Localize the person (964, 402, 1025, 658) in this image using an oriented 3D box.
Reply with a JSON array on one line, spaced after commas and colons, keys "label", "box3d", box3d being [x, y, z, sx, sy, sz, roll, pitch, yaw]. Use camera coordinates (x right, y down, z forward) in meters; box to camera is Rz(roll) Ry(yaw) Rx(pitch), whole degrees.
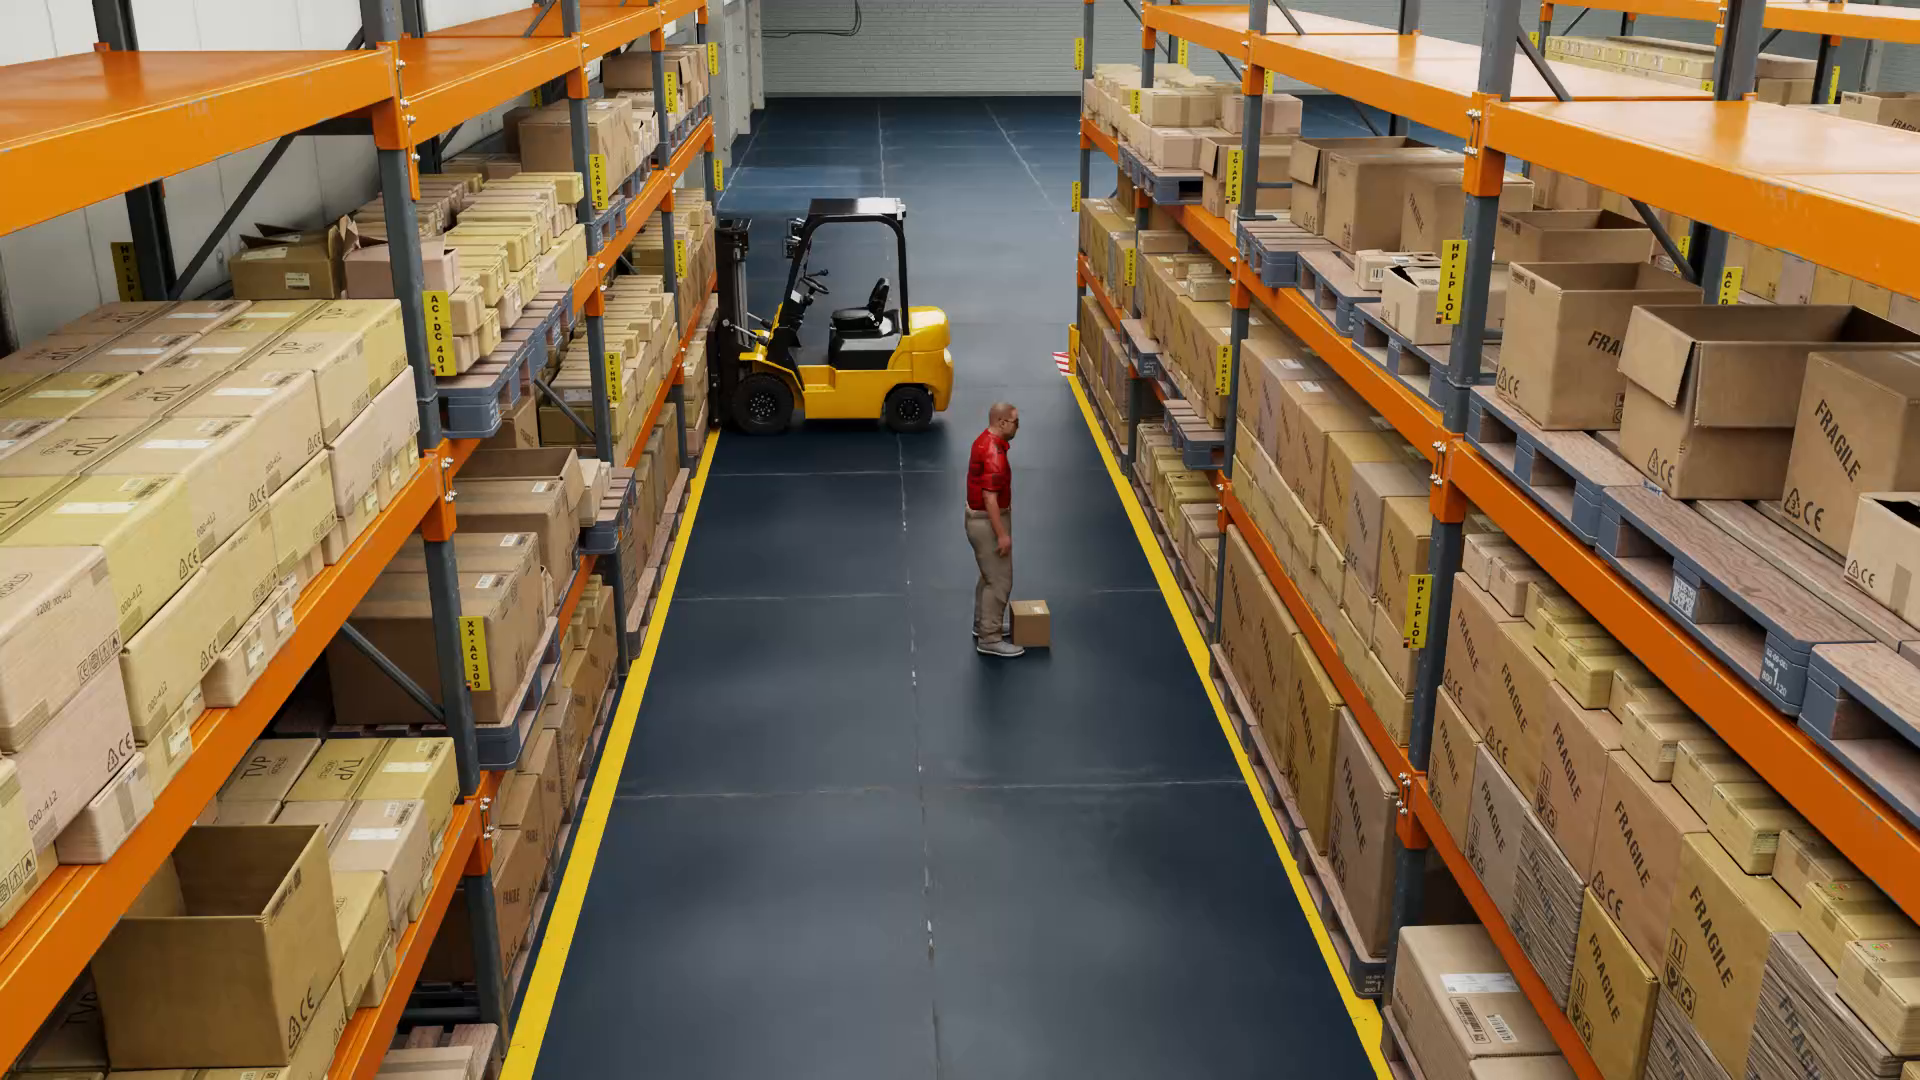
[{"label": "person", "box3d": [0.231, -0.095, 11.354, 0.390, 1.726, 0.588, -2, 20, -5]}]
